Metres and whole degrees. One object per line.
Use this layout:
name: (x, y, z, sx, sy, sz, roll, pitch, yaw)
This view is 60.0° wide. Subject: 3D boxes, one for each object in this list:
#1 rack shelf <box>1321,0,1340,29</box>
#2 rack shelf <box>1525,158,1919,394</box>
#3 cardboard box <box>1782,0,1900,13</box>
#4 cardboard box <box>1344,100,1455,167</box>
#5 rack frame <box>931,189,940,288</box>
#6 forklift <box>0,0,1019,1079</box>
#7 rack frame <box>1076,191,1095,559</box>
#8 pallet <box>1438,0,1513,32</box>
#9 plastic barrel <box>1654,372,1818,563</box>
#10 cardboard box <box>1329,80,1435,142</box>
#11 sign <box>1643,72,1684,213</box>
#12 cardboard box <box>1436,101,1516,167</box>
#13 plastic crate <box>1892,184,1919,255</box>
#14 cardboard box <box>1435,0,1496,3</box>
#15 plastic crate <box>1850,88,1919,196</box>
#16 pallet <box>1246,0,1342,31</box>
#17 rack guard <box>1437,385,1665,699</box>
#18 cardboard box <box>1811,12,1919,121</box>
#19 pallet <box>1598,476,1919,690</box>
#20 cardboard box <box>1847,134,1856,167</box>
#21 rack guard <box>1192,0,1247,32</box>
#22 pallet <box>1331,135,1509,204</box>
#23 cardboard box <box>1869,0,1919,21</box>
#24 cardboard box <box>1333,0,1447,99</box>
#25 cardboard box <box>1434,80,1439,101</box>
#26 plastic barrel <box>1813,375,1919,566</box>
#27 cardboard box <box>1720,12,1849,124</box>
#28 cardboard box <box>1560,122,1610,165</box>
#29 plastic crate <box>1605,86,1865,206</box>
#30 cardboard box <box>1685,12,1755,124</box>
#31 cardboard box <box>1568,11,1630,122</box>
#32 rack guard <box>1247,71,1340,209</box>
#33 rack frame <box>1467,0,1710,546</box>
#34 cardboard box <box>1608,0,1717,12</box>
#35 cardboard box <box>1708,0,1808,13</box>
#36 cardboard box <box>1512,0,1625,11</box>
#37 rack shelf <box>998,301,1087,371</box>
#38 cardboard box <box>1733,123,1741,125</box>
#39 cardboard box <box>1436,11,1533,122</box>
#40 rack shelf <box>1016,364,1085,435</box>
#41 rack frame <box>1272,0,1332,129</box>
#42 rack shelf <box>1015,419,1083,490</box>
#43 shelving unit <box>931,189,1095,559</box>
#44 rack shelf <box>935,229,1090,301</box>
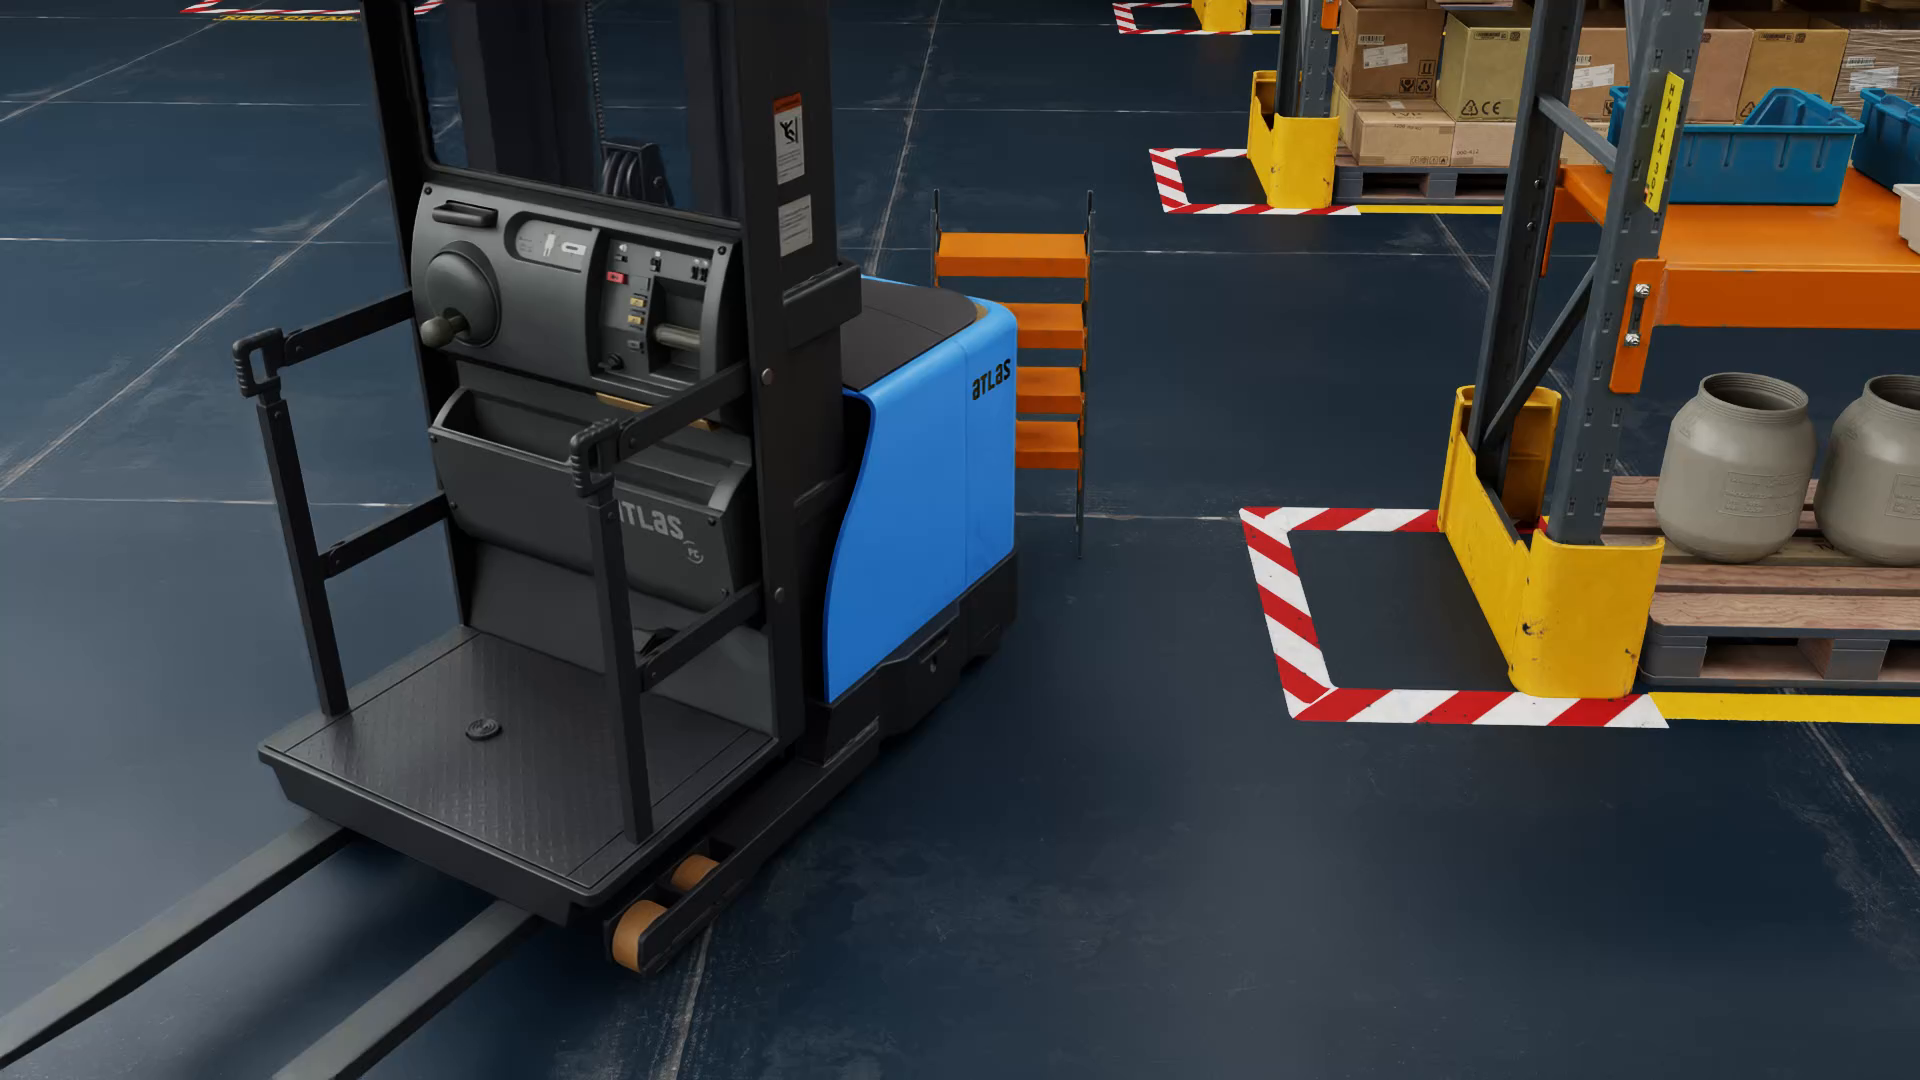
rack shelf: (3.934, -3.082, 9.129, 4.000, 0.370, 1.077, 1, 28, 2)
rack shelf: (3.755, -0.763, 4.756, 4.000, 0.370, 1.077, 1, 28, 2)
cardboard box: (4.980, -2.827, 9.568, 0.500, 0.500, 0.500, 1, 28, 2)
cardboard box: (2.463, -2.290, 9.356, 0.500, 0.250, 0.500, 1, 28, 2)
rack frame: (-0.078, -0.531, 5.471, 0.015, 1.200, 0.240, 1, 28, 2)
forklift: (-1.008, -0.537, 3.634, 1.130, 2.935, 3.031, 16, 32, 27)
rack frame: (0.409, -0.523, 5.456, 0.015, 1.200, 0.240, 1, 28, 2)
pallet: (4.209, -4.467, 13.951, 1.213, 0.211, 1.003, 1, 28, 2)
plastic barrel: (2.417, -0.226, 5.181, 0.421, 0.512, 0.421, 0, 28, 0)
cardboard box: (2.481, -2.533, 9.813, 0.500, 0.250, 0.500, 1, 28, 2)
sign: (1.733, -0.979, 4.099, 0.005, 0.325, 0.100, 1, 28, 2)
cardboard box: (2.963, -2.284, 9.343, 0.500, 0.250, 0.500, 1, 28, 2)
plastic crate: (2.639, -0.832, 4.399, 0.250, 0.136, 0.298, 1, 28, 2)
cardboard box: (4.095, -4.743, 13.694, 0.500, 0.500, 0.700, -1, 28, -1)
plastic crate: (2.916, -1.167, 4.908, 0.408, 0.251, 0.499, 1, 28, 2)
pallet: (2.993, -4.488, 13.991, 1.213, 0.211, 1.003, 1, 28, 2)
rack guard: (1.834, -0.031, 5.274, 0.348, 0.500, 1.175, 1, 28, 2)
cardboard box: (4.962, -2.588, 9.116, 0.500, 0.500, 0.500, 1, 28, 2)
pallet: (2.646, 0.113, 5.312, 1.213, 0.211, 1.003, 1, 28, 2)
cardboard box: (4.962, -2.256, 9.290, 0.500, 0.250, 0.500, 1, 28, 2)
rack guard: (2.182, -4.646, 13.980, 0.348, 0.500, 1.175, 1, 28, 2)
pallet: (2.701, -2.208, 9.689, 1.213, 0.211, 1.003, 1, 28, 2)
cardboard box: (5.480, -2.823, 9.559, 0.500, 0.500, 0.500, 1, 28, 2)
cardboard box: (2.481, -2.865, 9.639, 0.500, 0.500, 0.500, 1, 28, 2)
cardboard box: (2.981, -2.530, 9.808, 0.500, 0.250, 0.500, 1, 28, 2)
plastic barrel: (2.918, -0.217, 5.165, 0.421, 0.512, 0.421, 0, 28, 0)
cardboard box: (4.462, -2.594, 9.128, 0.500, 0.500, 0.500, 1, 28, 2)
cardboard box: (3.463, -2.275, 9.327, 0.500, 0.250, 0.500, 1, 28, 2)
plastic crate: (2.267, -1.180, 4.933, 0.616, 0.251, 0.499, 1, 28, 2)
cardboard box: (3.962, -2.596, 9.131, 0.500, 0.500, 0.500, 1, 28, 2)
cardboard box: (3.463, -2.612, 9.162, 0.500, 0.500, 0.500, 1, 28, 2)
rack guard: (1.911, -2.329, 9.609, 0.348, 0.500, 1.175, 1, 28, 2)
rack frame: (1.756, -1.114, 4.649, 0.127, 3.000, 1.000, 1, 28, 2)
cardboard box: (3.981, -2.847, 9.604, 0.500, 0.500, 0.500, 1, 28, 2)
cardboard box: (4.481, -2.839, 9.590, 0.500, 0.500, 0.500, 1, 28, 2)
cardboard box: (3.481, -2.856, 9.621, 0.500, 0.500, 0.500, 1, 28, 2)
rack shelf: (0.165, -0.666, 5.391, 0.480, 0.148, 0.258, 1, 28, 2)
cardboard box: (4.462, -2.257, 9.292, 0.500, 0.250, 0.500, 1, 28, 2)
cardboard box: (2.963, -2.614, 9.166, 0.500, 0.500, 0.500, 1, 28, 2)
rack shelf: (0.165, -0.468, 5.495, 0.480, 0.148, 0.258, 1, 28, 2)
rack frame: (1.935, -3.433, 9.023, 0.127, 3.000, 1.000, 1, 28, 2)
rack shelf: (0.165, -0.293, 5.588, 0.480, 0.148, 0.258, 1, 28, 2)
shelving unit: (0.165, -0.527, 5.464, 0.503, 1.200, 0.258, 1, 28, 2)
rack shelf: (0.165, -0.875, 5.280, 0.480, 0.148, 0.258, 1, 28, 2)
